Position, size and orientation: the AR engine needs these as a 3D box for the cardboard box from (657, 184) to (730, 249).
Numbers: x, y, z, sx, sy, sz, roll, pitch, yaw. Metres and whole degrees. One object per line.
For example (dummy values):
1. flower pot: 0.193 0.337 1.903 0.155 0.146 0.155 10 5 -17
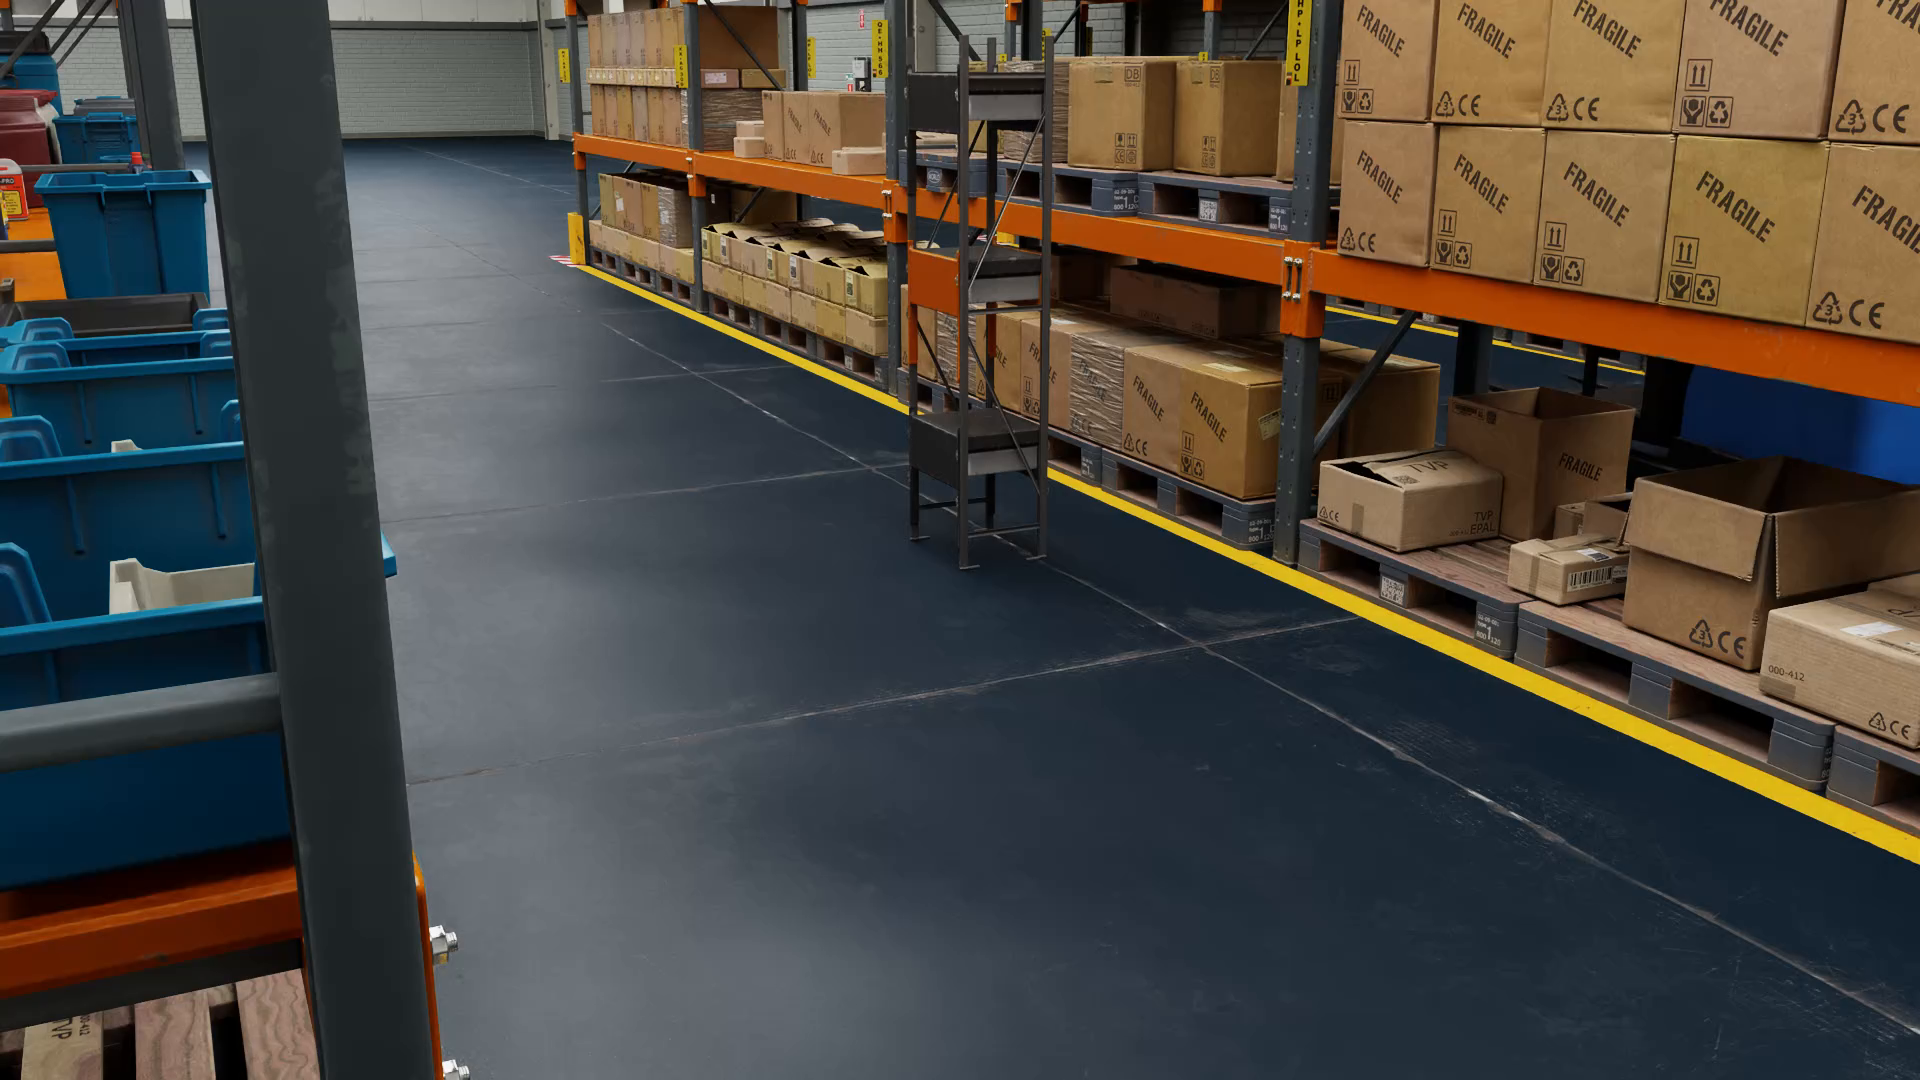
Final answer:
1. cardboard box: -2.332 -2.841 14.577 0.500 0.500 0.500 -8 18 -25

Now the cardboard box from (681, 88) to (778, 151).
1. cardboard box: -1.924 -3.544 13.981 0.700 0.500 0.500 -8 18 -26

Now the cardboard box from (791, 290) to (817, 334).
1. cardboard box: -0.868 -1.628 11.710 0.500 0.250 0.500 -7 18 -24

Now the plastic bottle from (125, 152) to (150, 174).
1. plastic bottle: -3.332 -1.397 6.769 0.144 0.351 0.185 -8 18 -25

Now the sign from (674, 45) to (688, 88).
1. sign: -2.222 -3.773 13.248 0.100 0.325 0.005 -8 18 -25

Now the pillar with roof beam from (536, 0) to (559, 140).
1. pillar with roof beam: -14.953 -14.711 42.200 9.100 9.000 0.400 -8 18 -25

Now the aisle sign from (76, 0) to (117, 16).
1. aisle sign: -7.695 -5.084 14.816 0.394 0.787 0.004 -8 18 -25

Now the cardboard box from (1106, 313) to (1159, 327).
1. cardboard box: 1.111 -0.943 8.834 0.500 0.500 0.500 -8 18 -27

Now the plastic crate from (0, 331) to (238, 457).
1. plastic crate: -1.310 -0.189 2.667 0.416 0.233 0.300 -8 18 -25

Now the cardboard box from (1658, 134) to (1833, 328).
1. cardboard box: 2.428 -0.915 4.819 0.500 0.500 0.500 -8 18 -26

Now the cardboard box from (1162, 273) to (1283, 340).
1. cardboard box: 1.350 -1.171 8.267 0.500 0.250 0.500 -8 18 -25

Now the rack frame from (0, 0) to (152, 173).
1. rack frame: -4.426 -1.797 8.075 1.000 3.000 0.127 -8 18 -25

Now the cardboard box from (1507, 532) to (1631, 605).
1. cardboard box: 2.158 0.091 5.834 0.380 0.166 0.250 -8 18 -25

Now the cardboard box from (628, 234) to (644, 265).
1. cardboard box: -2.785 -2.727 15.537 0.500 0.250 0.500 -8 18 -25

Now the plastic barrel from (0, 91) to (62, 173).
1. plastic barrel: -5.635 -2.409 9.959 0.433 0.535 0.433 0 16 0

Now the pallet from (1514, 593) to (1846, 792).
1. pallet: 2.619 0.411 5.437 1.003 0.211 1.213 -8 18 -25

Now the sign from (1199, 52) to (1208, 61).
1. sign: 2.243 -4.335 15.348 0.100 0.325 0.005 -8 18 -25

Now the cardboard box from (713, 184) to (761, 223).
1. cardboard box: -1.871 -2.903 14.793 0.500 0.500 0.500 -8 18 -25

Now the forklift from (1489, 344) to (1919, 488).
1. forklift: 3.741 -1.750 8.035 1.130 2.935 3.031 -5 17 -15

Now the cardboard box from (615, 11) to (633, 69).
1. cardboard box: -2.803 -4.665 15.535 0.700 0.500 0.500 -8 18 -25

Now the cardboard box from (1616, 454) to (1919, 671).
1. cardboard box: 2.609 0.051 5.364 0.797 0.503 0.637 -8 18 -25

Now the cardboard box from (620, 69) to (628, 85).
1. cardboard box: -2.932 -4.296 15.425 0.380 0.149 0.250 -8 18 -26

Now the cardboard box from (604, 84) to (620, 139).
1. cardboard box: -3.049 -4.179 16.196 0.700 0.500 0.500 -7 17 -23

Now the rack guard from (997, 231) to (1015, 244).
1. rack guard: 1.009 -3.758 19.438 1.175 0.500 0.348 -8 18 -25

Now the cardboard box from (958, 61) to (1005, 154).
1. cardboard box: 0.406 -2.502 9.589 0.500 0.500 0.700 15 22 42

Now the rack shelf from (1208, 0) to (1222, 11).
1. rack shelf: 3.604 -4.586 13.660 1.077 0.370 4.000 -8 18 -25

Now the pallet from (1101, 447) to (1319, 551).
1. pallet: 1.391 -0.260 7.773 1.003 0.211 1.213 -8 18 -25

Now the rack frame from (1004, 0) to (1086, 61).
1. rack frame: 0.975 -4.978 19.159 1.000 3.000 0.127 -8 18 -25

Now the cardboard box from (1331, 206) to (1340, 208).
1. cardboard box: 3.492 -2.939 14.428 0.500 0.250 0.500 -8 18 -26

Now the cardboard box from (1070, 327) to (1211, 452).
1. cardboard box: 0.879 -0.749 8.155 0.500 0.500 0.500 -7 18 -24

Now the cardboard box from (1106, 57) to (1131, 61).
1. cardboard box: 1.808 -4.613 16.764 0.500 0.500 0.500 -8 18 -26

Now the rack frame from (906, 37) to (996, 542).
1. rack frame: -0.034 -1.029 7.029 0.400 2.100 0.015 -8 18 -25

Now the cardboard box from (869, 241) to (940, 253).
1. cardboard box: -0.396 -1.966 11.870 0.500 0.311 0.500 -8 18 -26

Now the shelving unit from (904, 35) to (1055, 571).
1. shelving unit: 0.072 -0.968 6.818 0.431 2.100 0.503 -8 18 -25

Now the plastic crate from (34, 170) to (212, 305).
1. plastic crate: -2.162 -0.752 4.353 0.392 0.384 0.575 -8 18 -25

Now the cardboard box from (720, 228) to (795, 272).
1. cardboard box: -1.552 -2.279 12.961 0.500 0.311 0.500 -8 18 -26

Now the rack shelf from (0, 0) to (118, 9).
1. rack shelf: -7.054 -4.381 12.945 1.077 0.370 4.000 -8 18 -25

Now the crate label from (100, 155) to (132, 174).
1. crate label: -4.273 -1.866 8.620 0.303 0.233 0.416 -8 18 -25

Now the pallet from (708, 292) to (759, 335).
1. pallet: -1.366 -1.868 13.378 1.003 0.211 1.213 -8 18 -25

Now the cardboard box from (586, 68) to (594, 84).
1. cardboard box: -3.498 -4.615 16.537 0.380 0.149 0.250 -8 18 -25

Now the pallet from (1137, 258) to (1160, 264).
1. pallet: 2.402 -2.808 16.653 1.003 0.211 1.213 -8 18 -25

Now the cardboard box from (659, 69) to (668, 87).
1. cardboard box: -2.375 -3.979 14.321 0.380 0.149 0.250 -8 18 -25

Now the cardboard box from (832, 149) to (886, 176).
1. cardboard box: -0.614 -2.464 10.853 0.380 0.149 0.250 -8 18 -25

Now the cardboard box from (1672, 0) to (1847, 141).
1. cardboard box: 2.413 -1.397 4.688 0.500 0.500 0.500 -7 17 -23

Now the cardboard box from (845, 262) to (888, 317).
1. cardboard box: -0.422 -1.645 10.750 0.500 0.311 0.500 -7 17 -23

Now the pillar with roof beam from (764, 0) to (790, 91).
1. pillar with roof beam: -7.067 -10.248 26.647 9.100 9.000 0.400 -8 18 -25

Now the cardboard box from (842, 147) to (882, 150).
1. cardboard box: -0.581 -2.583 11.270 0.380 0.149 0.250 -6 17 -21
